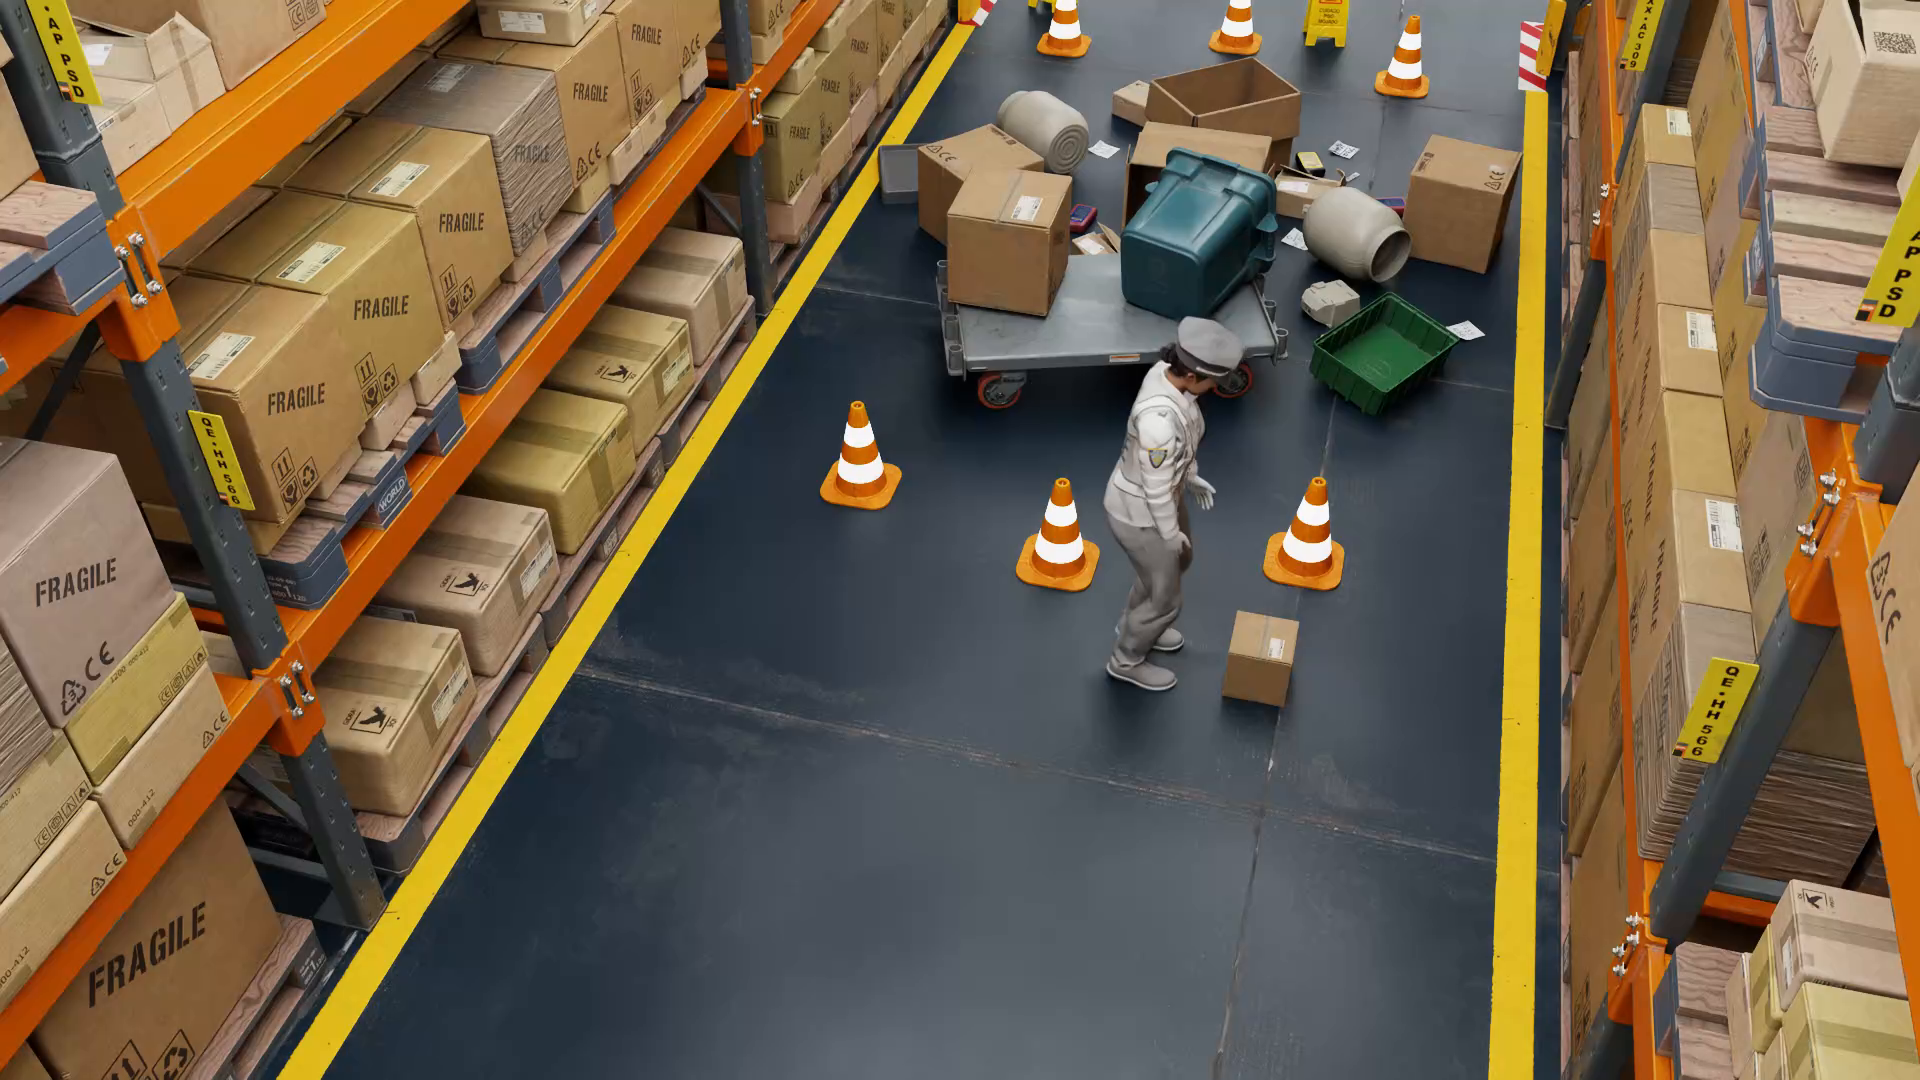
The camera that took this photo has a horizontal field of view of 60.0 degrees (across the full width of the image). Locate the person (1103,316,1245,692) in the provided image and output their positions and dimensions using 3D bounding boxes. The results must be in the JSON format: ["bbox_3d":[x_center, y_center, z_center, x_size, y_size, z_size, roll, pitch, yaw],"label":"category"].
[{"bbox_3d":[0.779,-0.134,6.350,0.446,1.626,0.500,11,42,12],"label":"person"}]
